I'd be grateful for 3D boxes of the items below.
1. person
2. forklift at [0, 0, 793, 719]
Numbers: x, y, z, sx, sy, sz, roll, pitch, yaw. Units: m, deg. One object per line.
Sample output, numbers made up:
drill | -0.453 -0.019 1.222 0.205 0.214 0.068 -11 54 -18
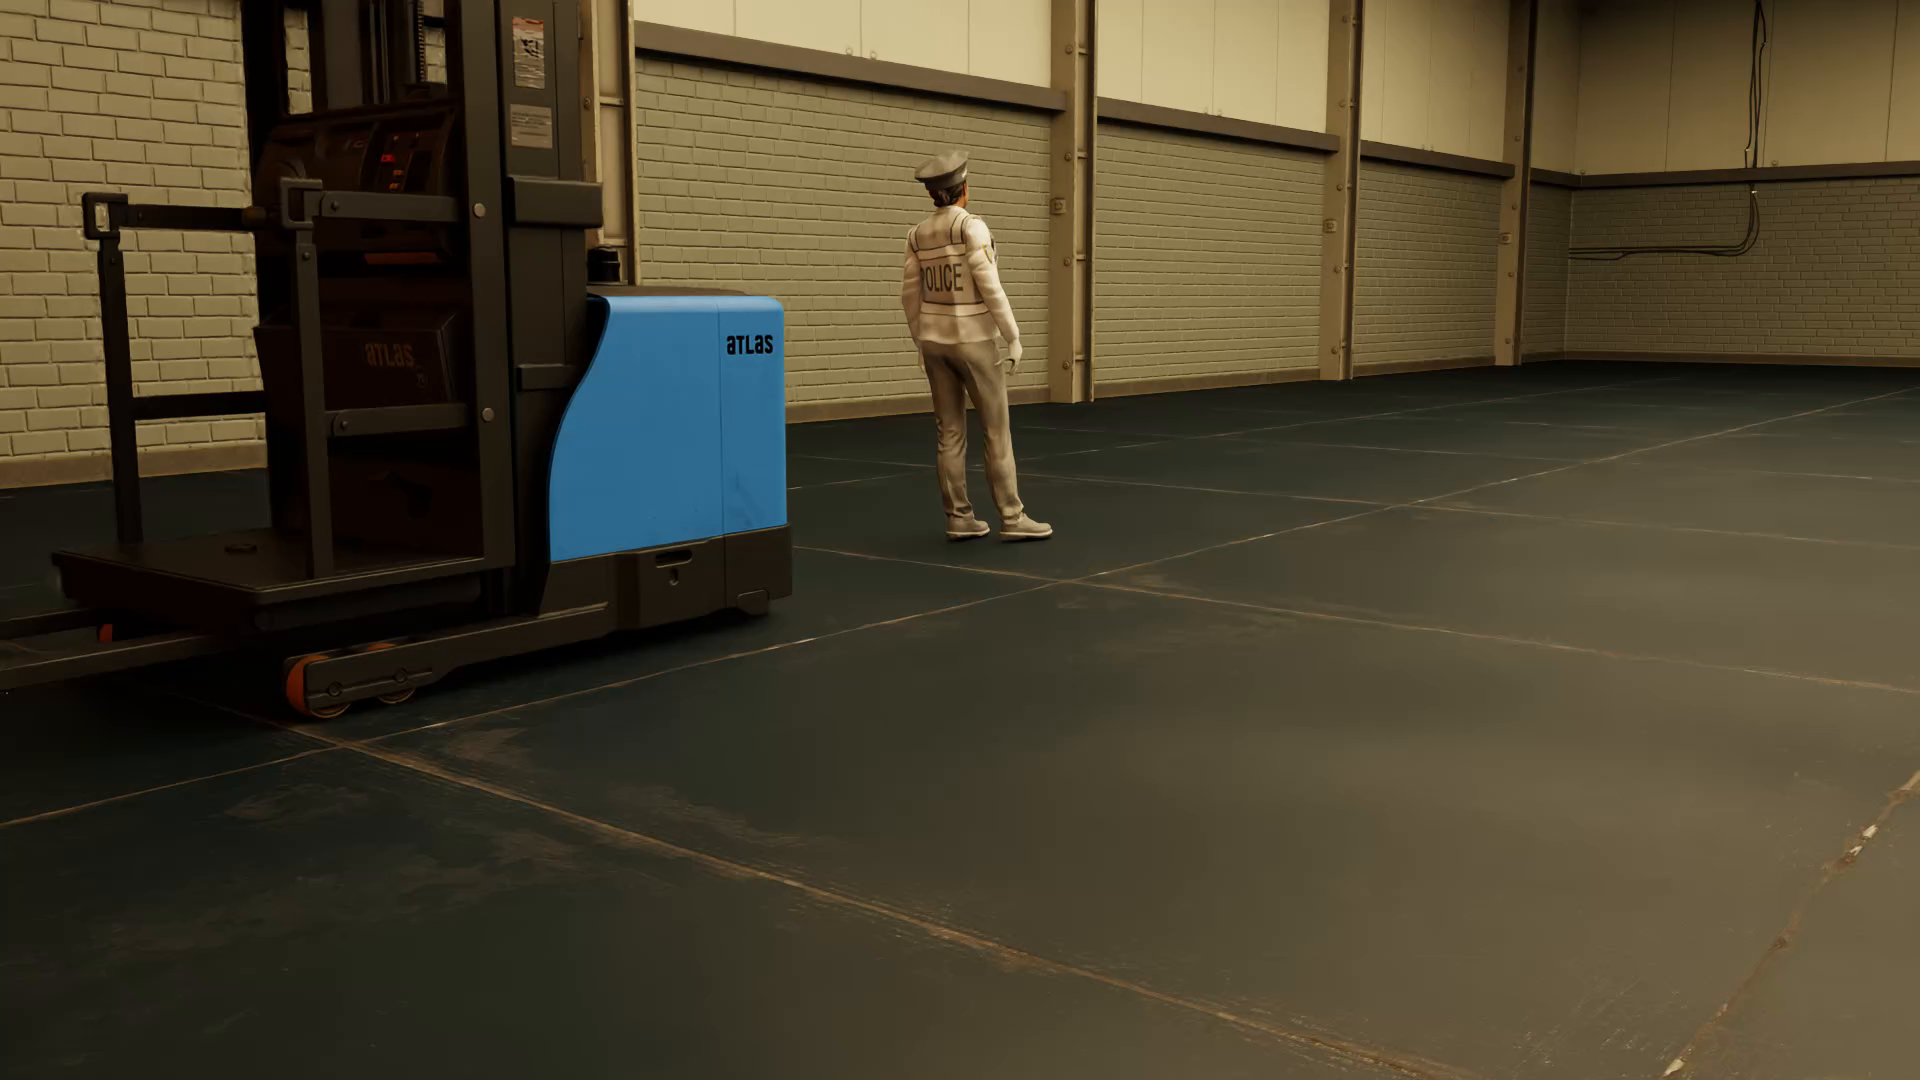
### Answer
person | 0.047 -0.852 7.329 0.588 1.696 0.533 7 11 38
forklift | -1.867 -1.071 4.602 1.130 2.935 3.031 6 10 37
